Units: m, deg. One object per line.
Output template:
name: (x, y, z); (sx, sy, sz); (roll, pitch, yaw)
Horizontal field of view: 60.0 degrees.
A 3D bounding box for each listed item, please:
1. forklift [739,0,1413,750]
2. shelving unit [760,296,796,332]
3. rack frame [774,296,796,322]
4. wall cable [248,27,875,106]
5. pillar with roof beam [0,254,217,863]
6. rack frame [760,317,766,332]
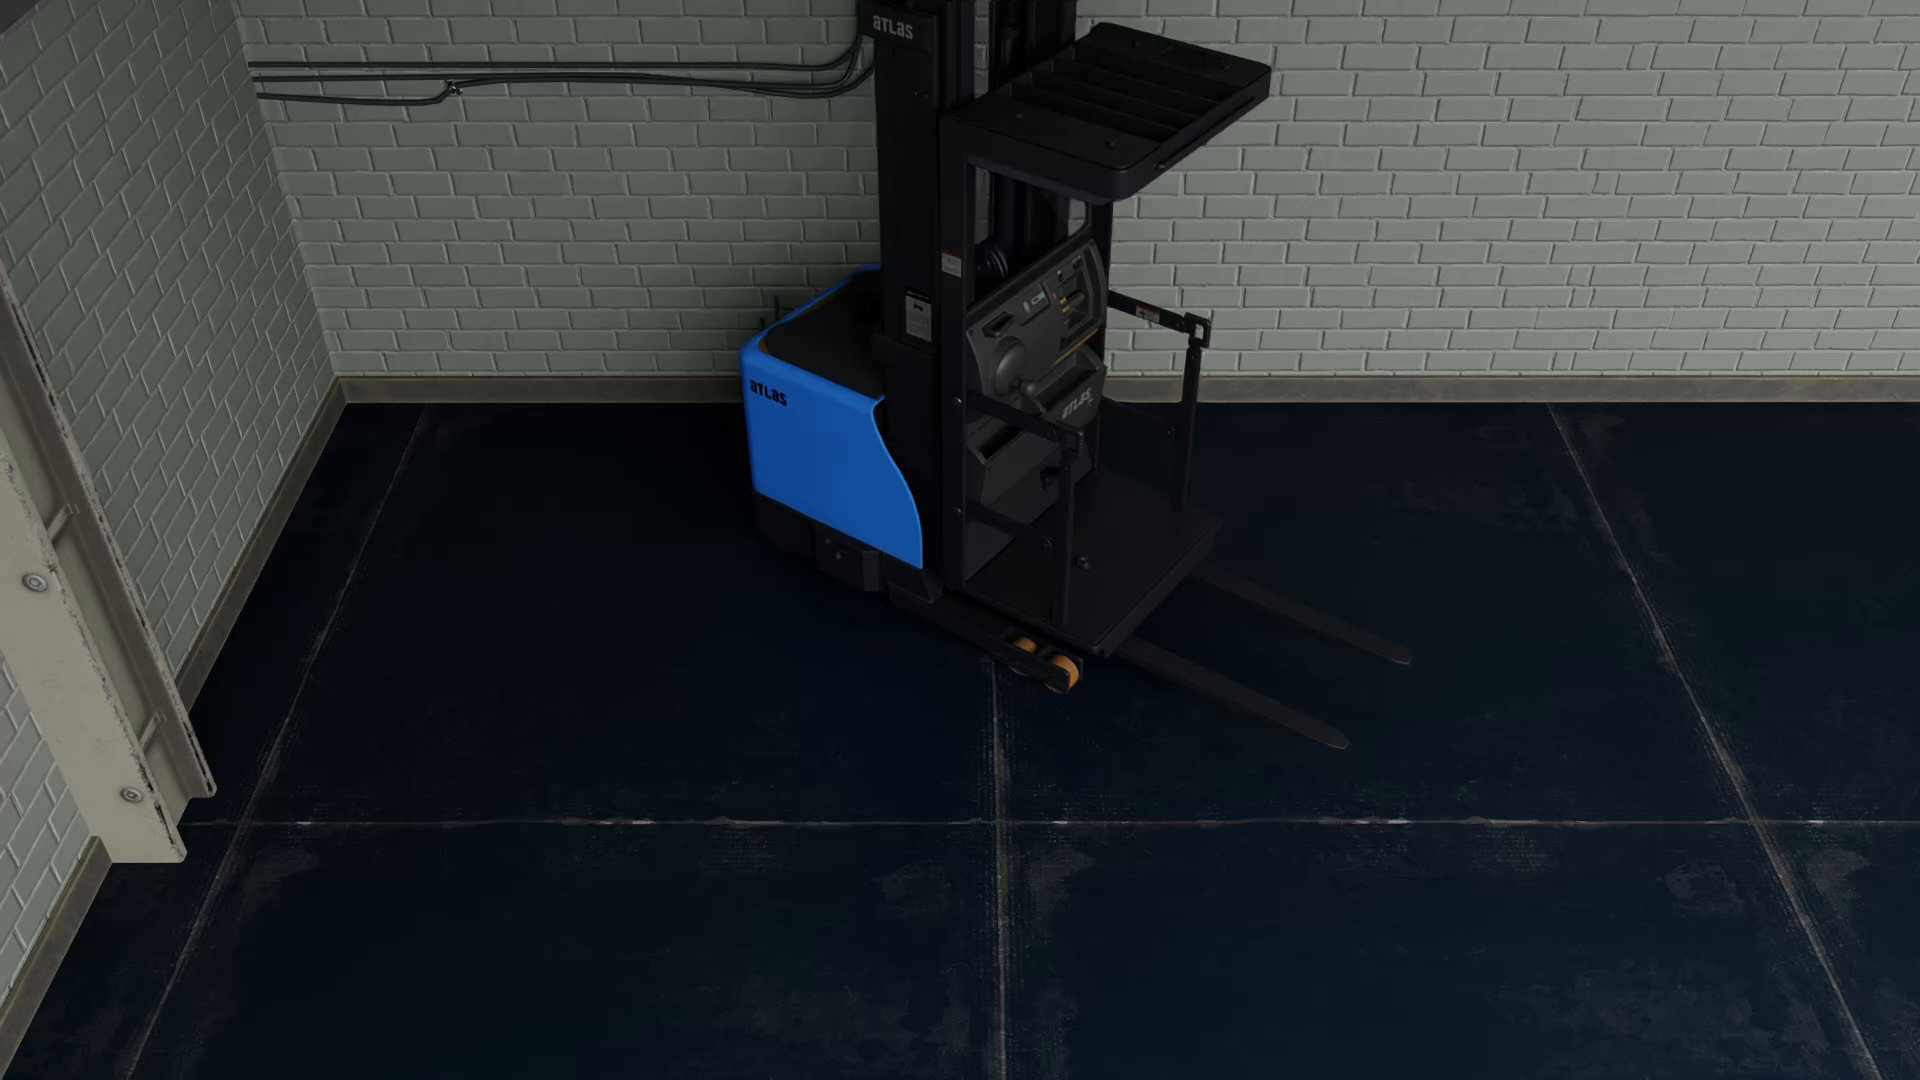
forklift: (0.494, -0.864, 6.729); (3.031, 2.935, 1.130); (24, 45, 27)
shelving unit: (-0.807, -0.746, 8.207); (0.258, 0.900, 0.210); (9, 40, 11)
rack frame: (-0.781, -0.808, 8.284); (0.240, 0.900, 0.006); (9, 40, 11)
wall cable: (-1.846, -3.019, 7.050); (3.097, 2.526, 0.112); (0, 39, 0)
pillar with roof beam: (1.140, -2.391, 3.783); (9.100, 9.000, 0.400); (0, 39, 0)
rack frame: (-0.832, -0.684, 8.130); (0.240, 0.900, 0.006); (9, 40, 11)
